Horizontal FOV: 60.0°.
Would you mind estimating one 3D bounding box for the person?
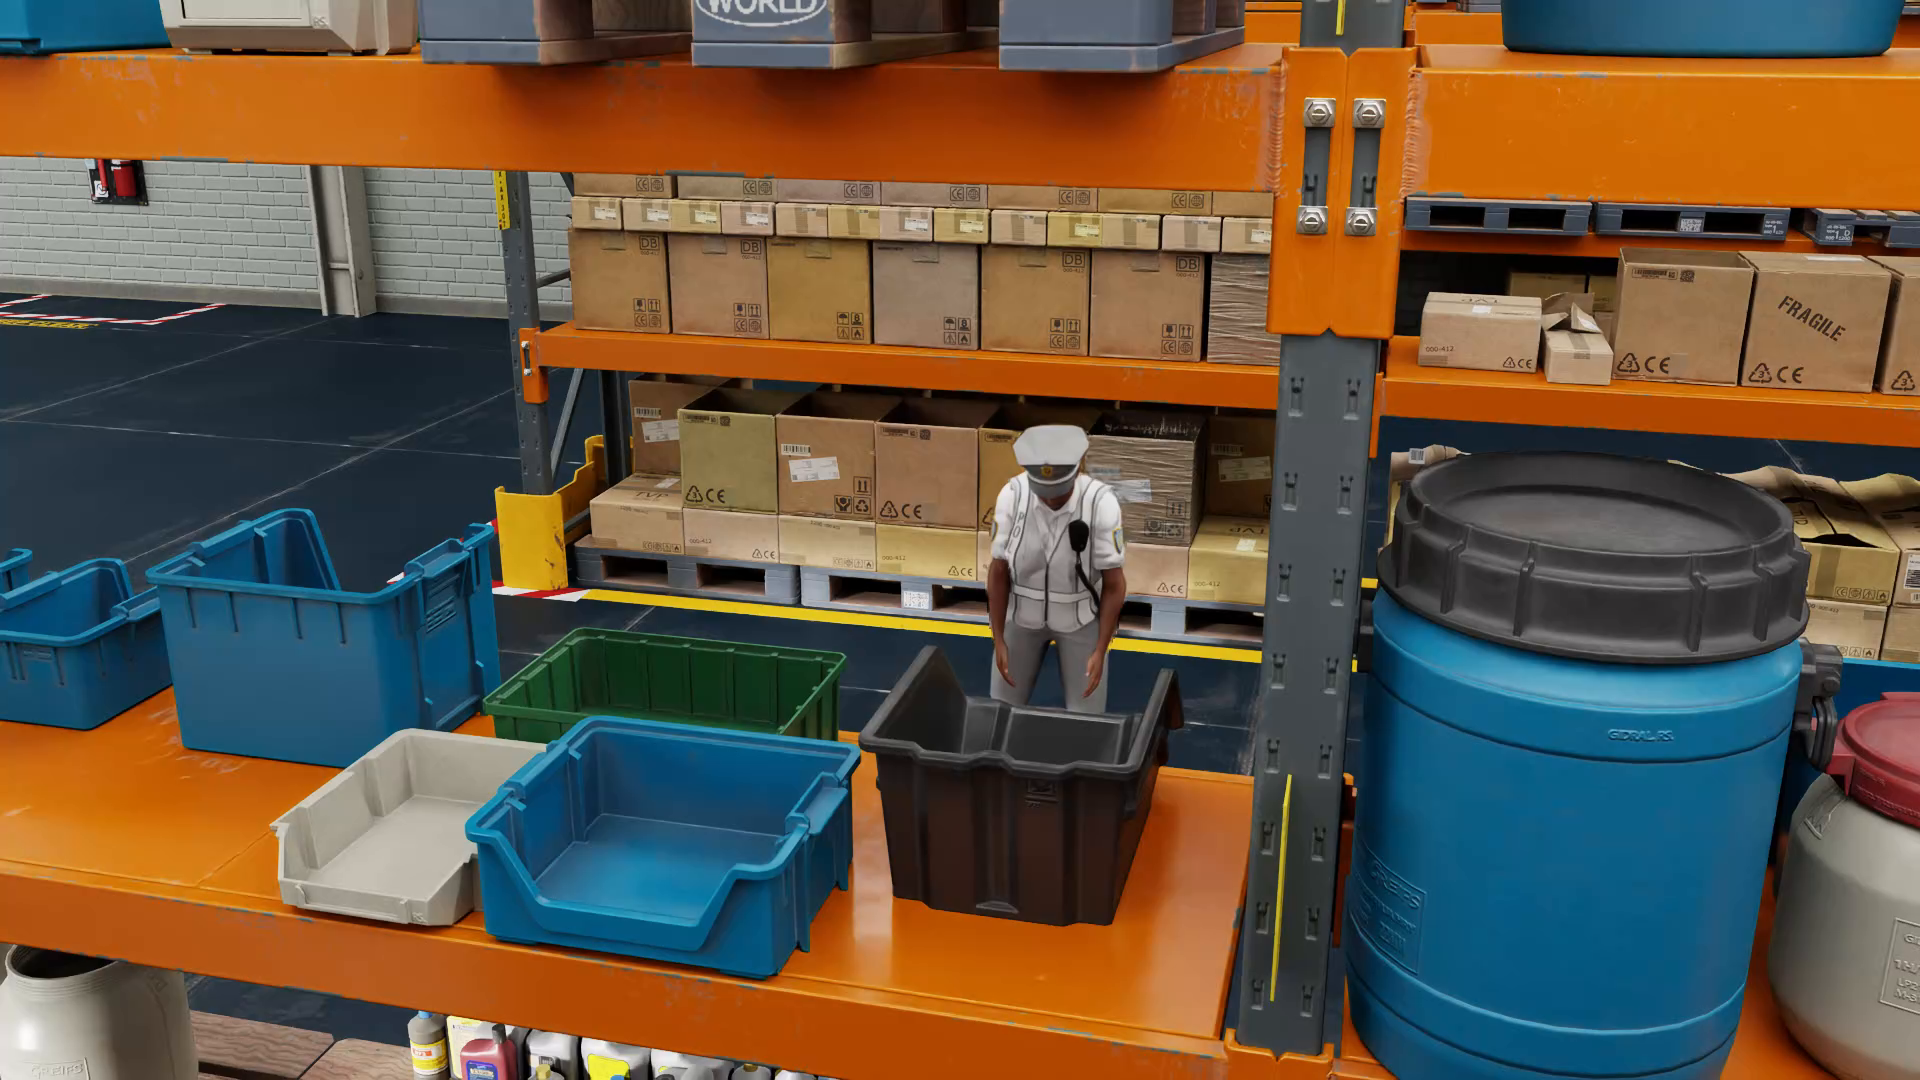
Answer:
[{"bbox_3d":[0.334,0.336,5.755,0.480,1.546,0.563,5,19,14],"label":"person"}]
